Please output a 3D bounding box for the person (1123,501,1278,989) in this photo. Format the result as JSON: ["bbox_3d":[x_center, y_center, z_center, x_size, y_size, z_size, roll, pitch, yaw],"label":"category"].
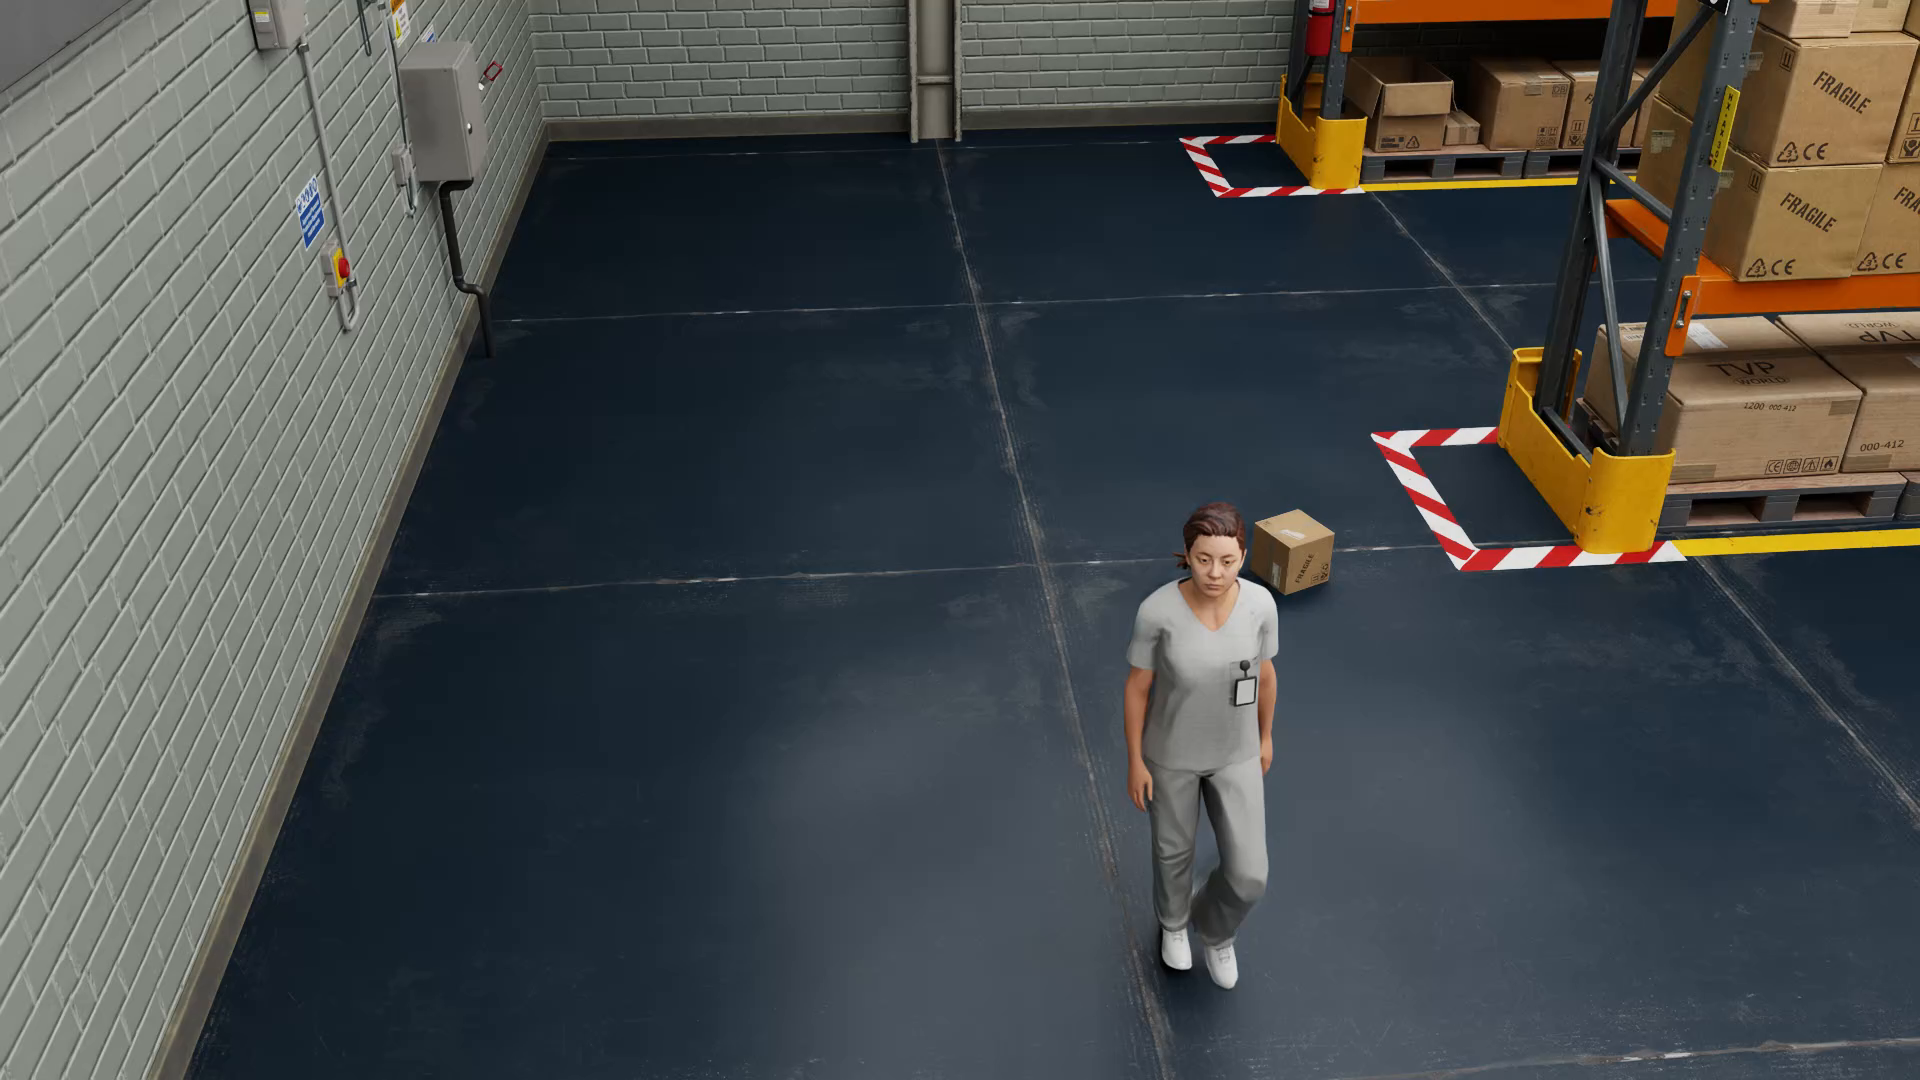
[{"bbox_3d":[0.721,0.674,4.997,0.477,1.694,0.486,0,31,1],"label":"person"}]
